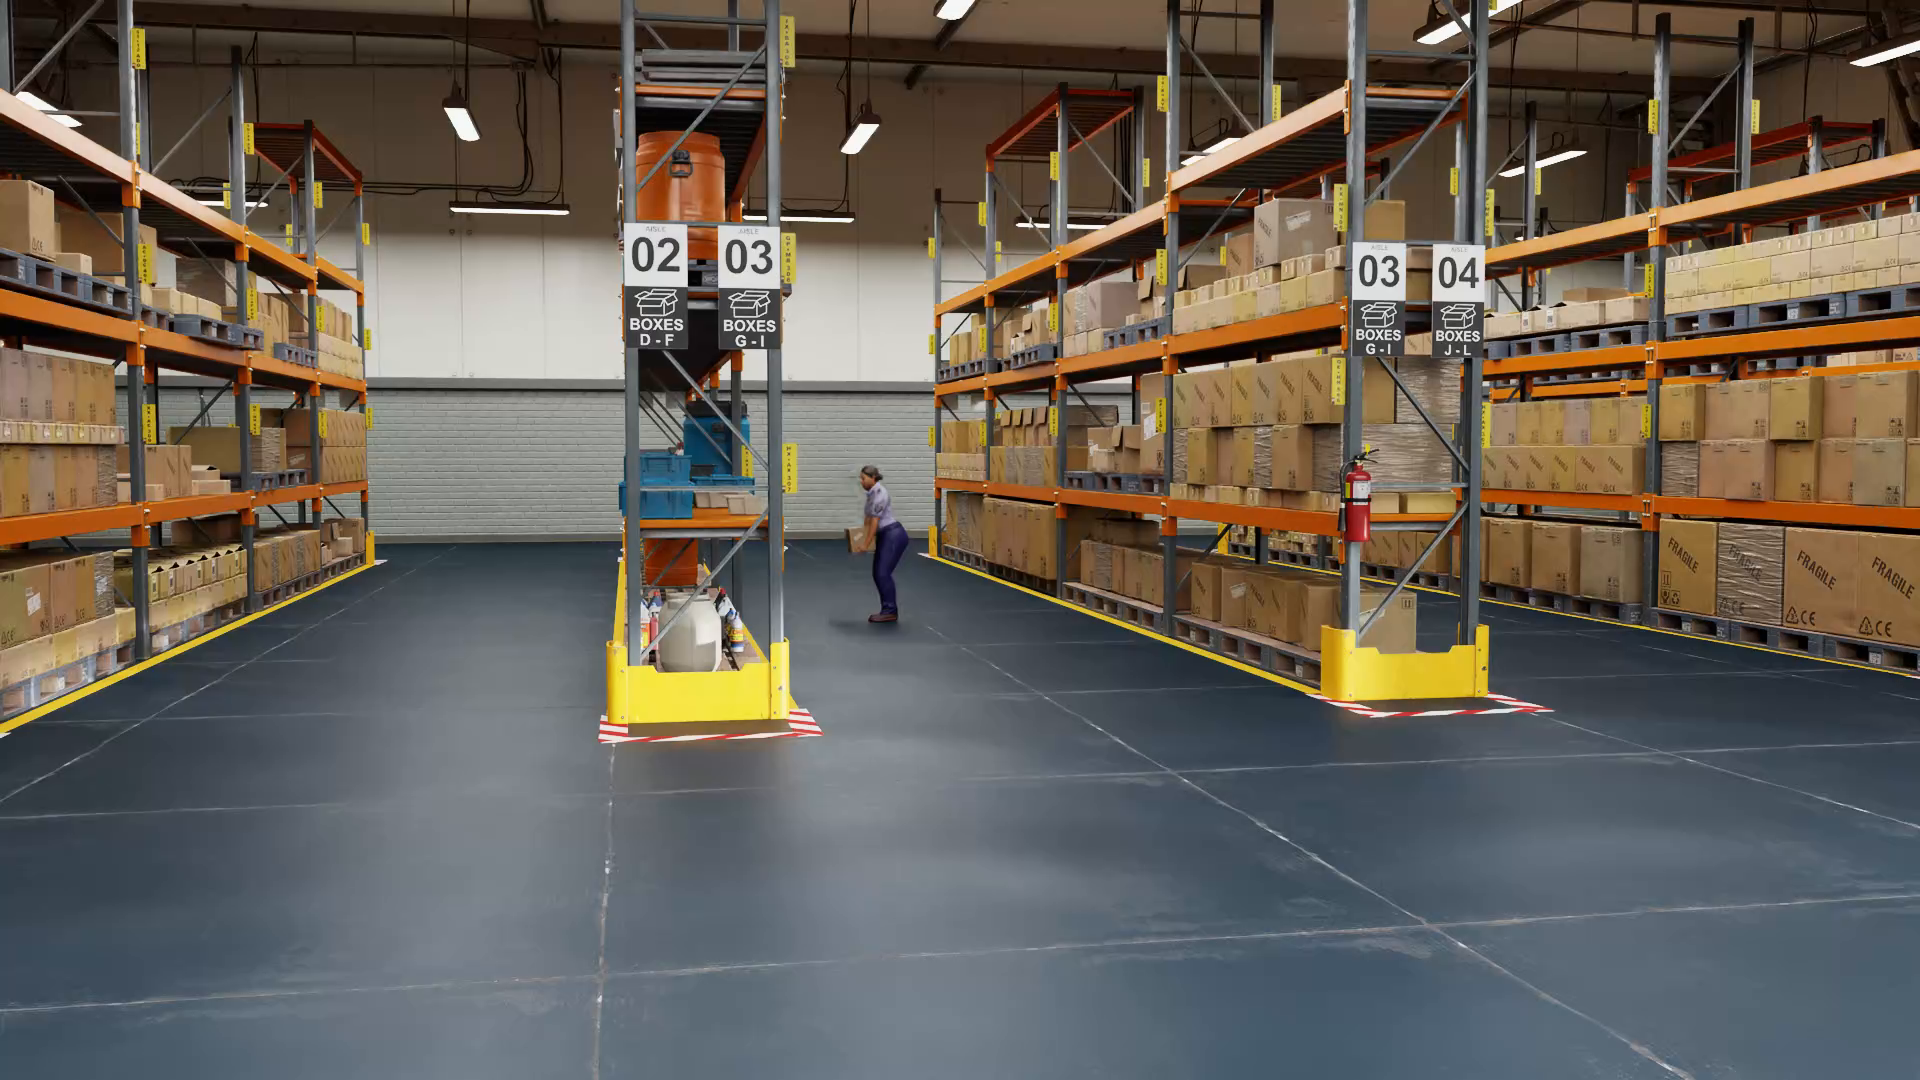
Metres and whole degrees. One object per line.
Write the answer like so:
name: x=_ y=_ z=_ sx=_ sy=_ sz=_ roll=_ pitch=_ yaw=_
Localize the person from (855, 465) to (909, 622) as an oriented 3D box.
person: x=-0.823 y=0.050 z=17.118 sx=0.567 sy=1.576 sz=0.436 roll=-1 pitch=3 yaw=-12
